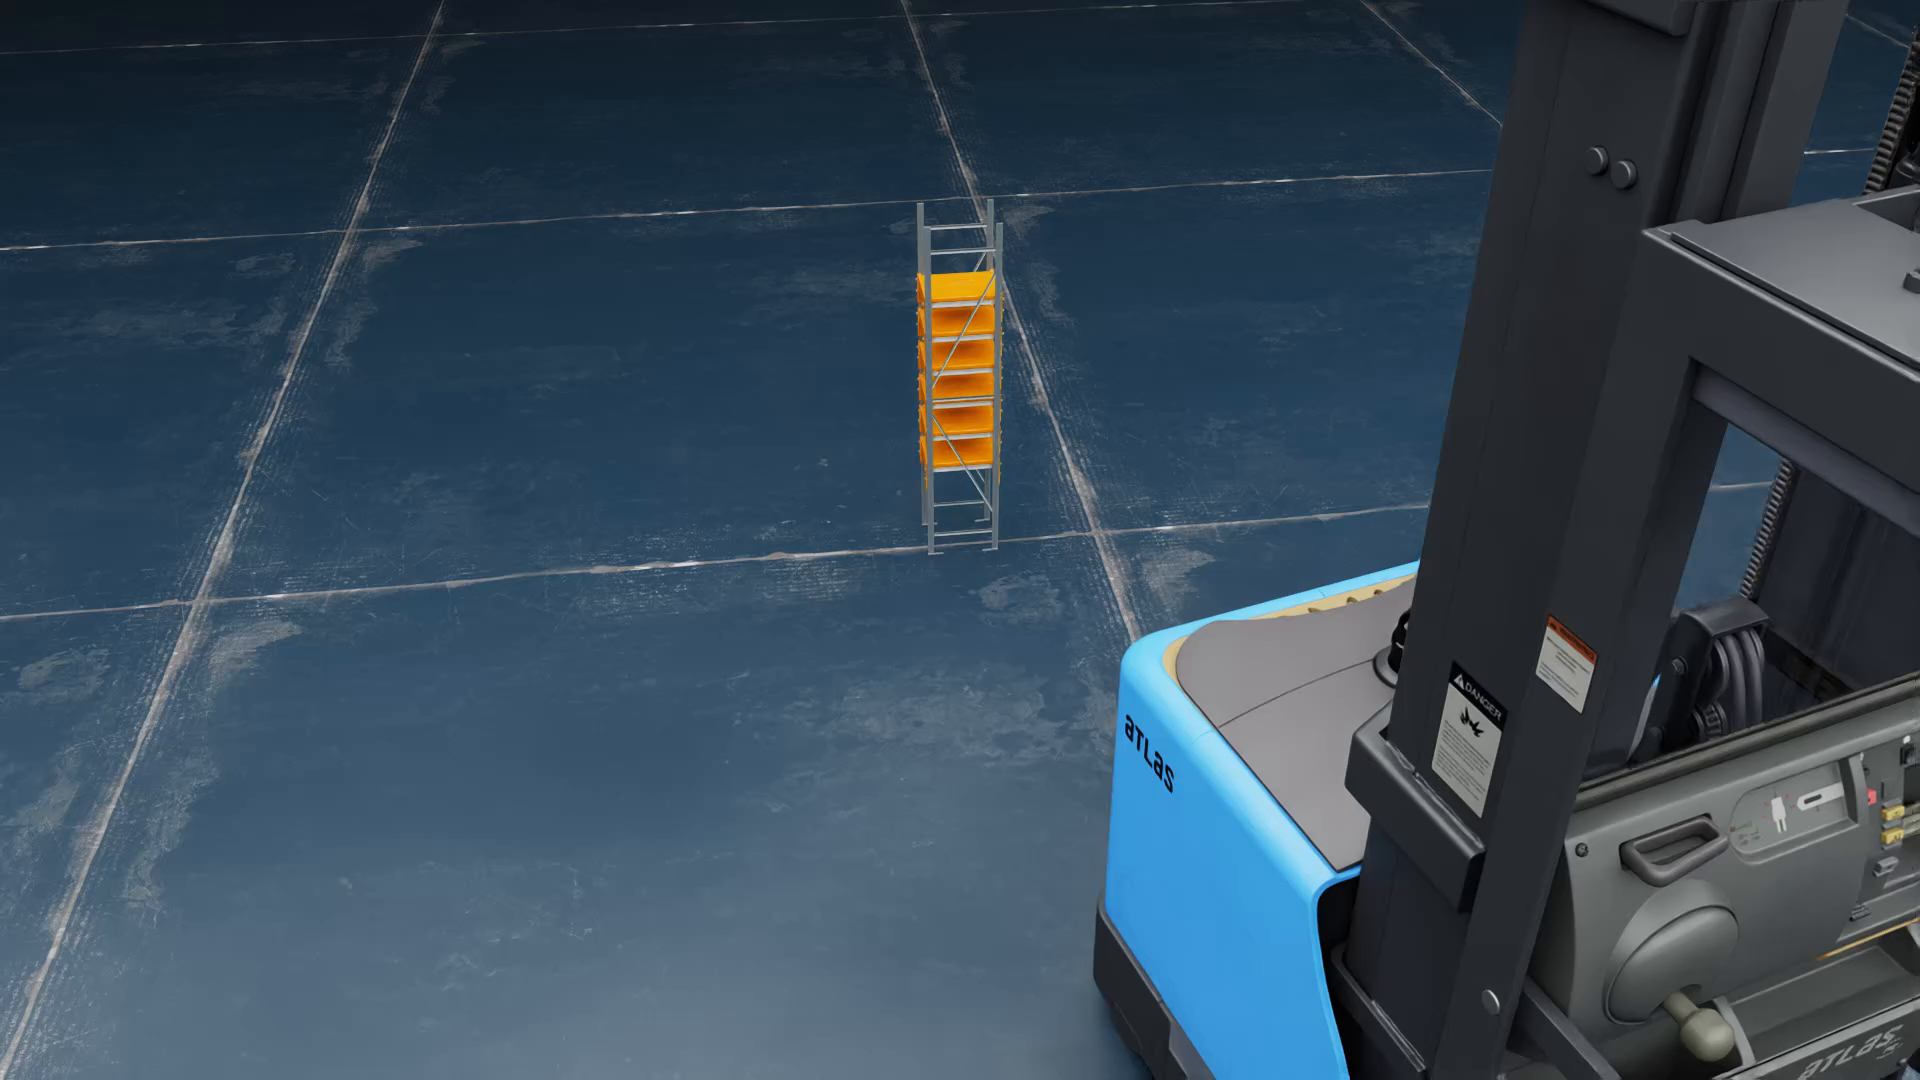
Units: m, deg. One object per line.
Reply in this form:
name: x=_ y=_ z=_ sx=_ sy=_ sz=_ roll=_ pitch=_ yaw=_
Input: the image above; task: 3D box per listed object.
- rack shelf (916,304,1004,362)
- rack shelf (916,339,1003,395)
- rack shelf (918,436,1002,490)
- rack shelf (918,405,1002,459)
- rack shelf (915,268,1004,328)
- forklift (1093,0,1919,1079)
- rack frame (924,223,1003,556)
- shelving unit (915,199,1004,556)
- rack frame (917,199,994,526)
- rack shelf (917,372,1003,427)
rack shelf: x=-0.002 y=-0.665 z=5.314 sx=0.258 sy=0.103 sz=0.180 roll=-4 pitch=35 yaw=-6
rack shelf: x=-0.002 y=-0.566 z=5.381 sx=0.258 sy=0.103 sz=0.180 roll=-4 pitch=35 yaw=-6
rack shelf: x=-0.002 y=-0.269 z=5.584 sx=0.258 sy=0.103 sz=0.180 roll=-4 pitch=35 yaw=-6
rack shelf: x=-0.002 y=-0.368 z=5.517 sx=0.258 sy=0.103 sz=0.180 roll=-4 pitch=35 yaw=-6
rack shelf: x=-0.002 y=-0.765 z=5.246 sx=0.258 sy=0.103 sz=0.180 roll=-4 pitch=35 yaw=-6
forklift: x=1.368 y=0.545 z=2.347 sx=1.130 sy=2.935 sz=3.031 roll=-13 pitch=37 yaw=-19
rack frame: x=0.010 y=-0.453 z=5.349 sx=0.240 sy=1.200 sz=0.006 roll=-4 pitch=35 yaw=-6
shelving unit: x=-0.002 y=-0.504 z=5.424 sx=0.258 sy=1.200 sz=0.189 roll=-4 pitch=35 yaw=-6
rack frame: x=-0.014 y=-0.555 z=5.499 sx=0.240 sy=1.200 sz=0.006 roll=-4 pitch=35 yaw=-6
rack shelf: x=-0.002 y=-0.467 z=5.449 sx=0.258 sy=0.103 sz=0.180 roll=-4 pitch=35 yaw=-6
